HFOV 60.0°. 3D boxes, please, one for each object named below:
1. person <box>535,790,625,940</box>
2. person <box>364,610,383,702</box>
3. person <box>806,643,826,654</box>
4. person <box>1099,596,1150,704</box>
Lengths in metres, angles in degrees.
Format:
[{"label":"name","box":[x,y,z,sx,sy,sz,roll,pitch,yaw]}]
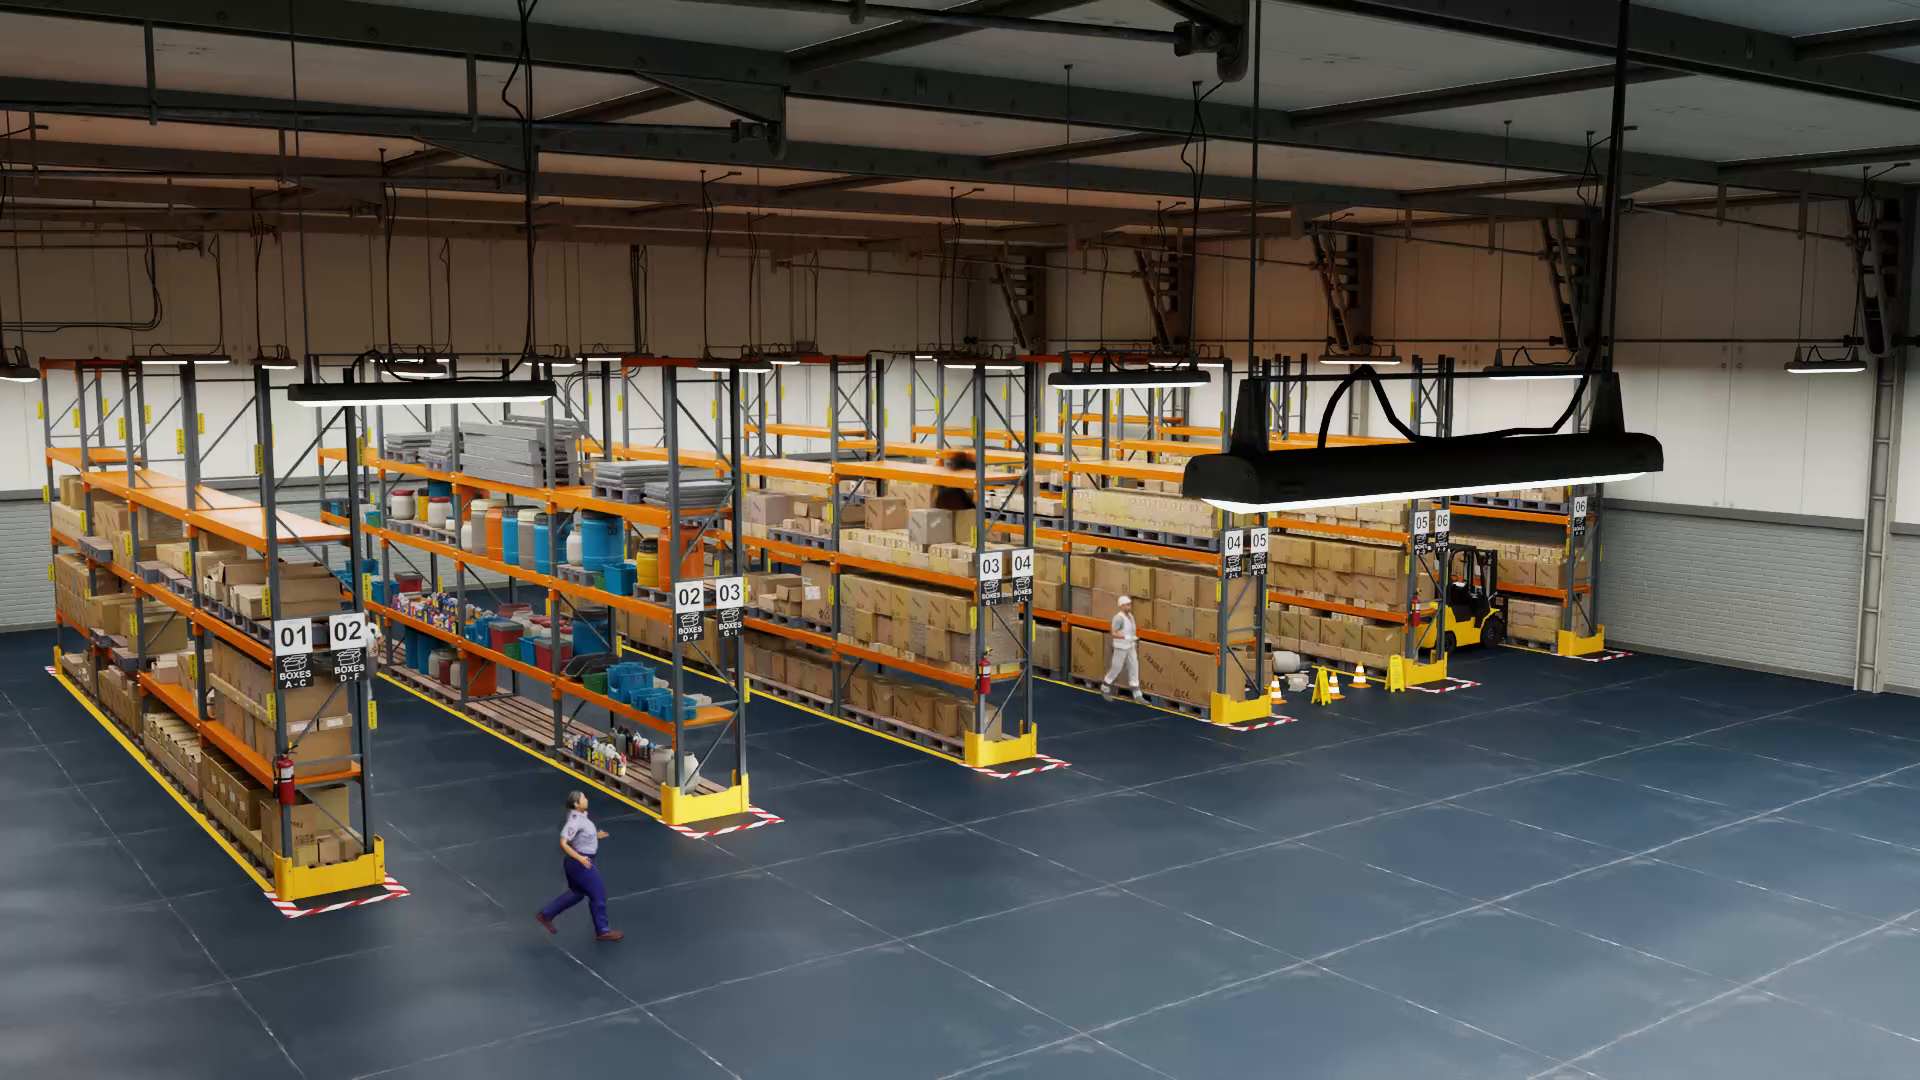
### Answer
[{"label":"person","box":[-4.014,3.420,17.485,0.913,1.623,0.615,-2,7,-18]},{"label":"person","box":[-10.371,2.048,29.077,0.578,1.672,1.036,-5,9,-37]},{"label":"person","box":[-2.801,1.537,32.617,0.674,1.821,0.669,-5,9,-38]},{"label":"person","box":[2.747,1.839,27.776,0.950,1.817,0.655,6,9,39]}]
